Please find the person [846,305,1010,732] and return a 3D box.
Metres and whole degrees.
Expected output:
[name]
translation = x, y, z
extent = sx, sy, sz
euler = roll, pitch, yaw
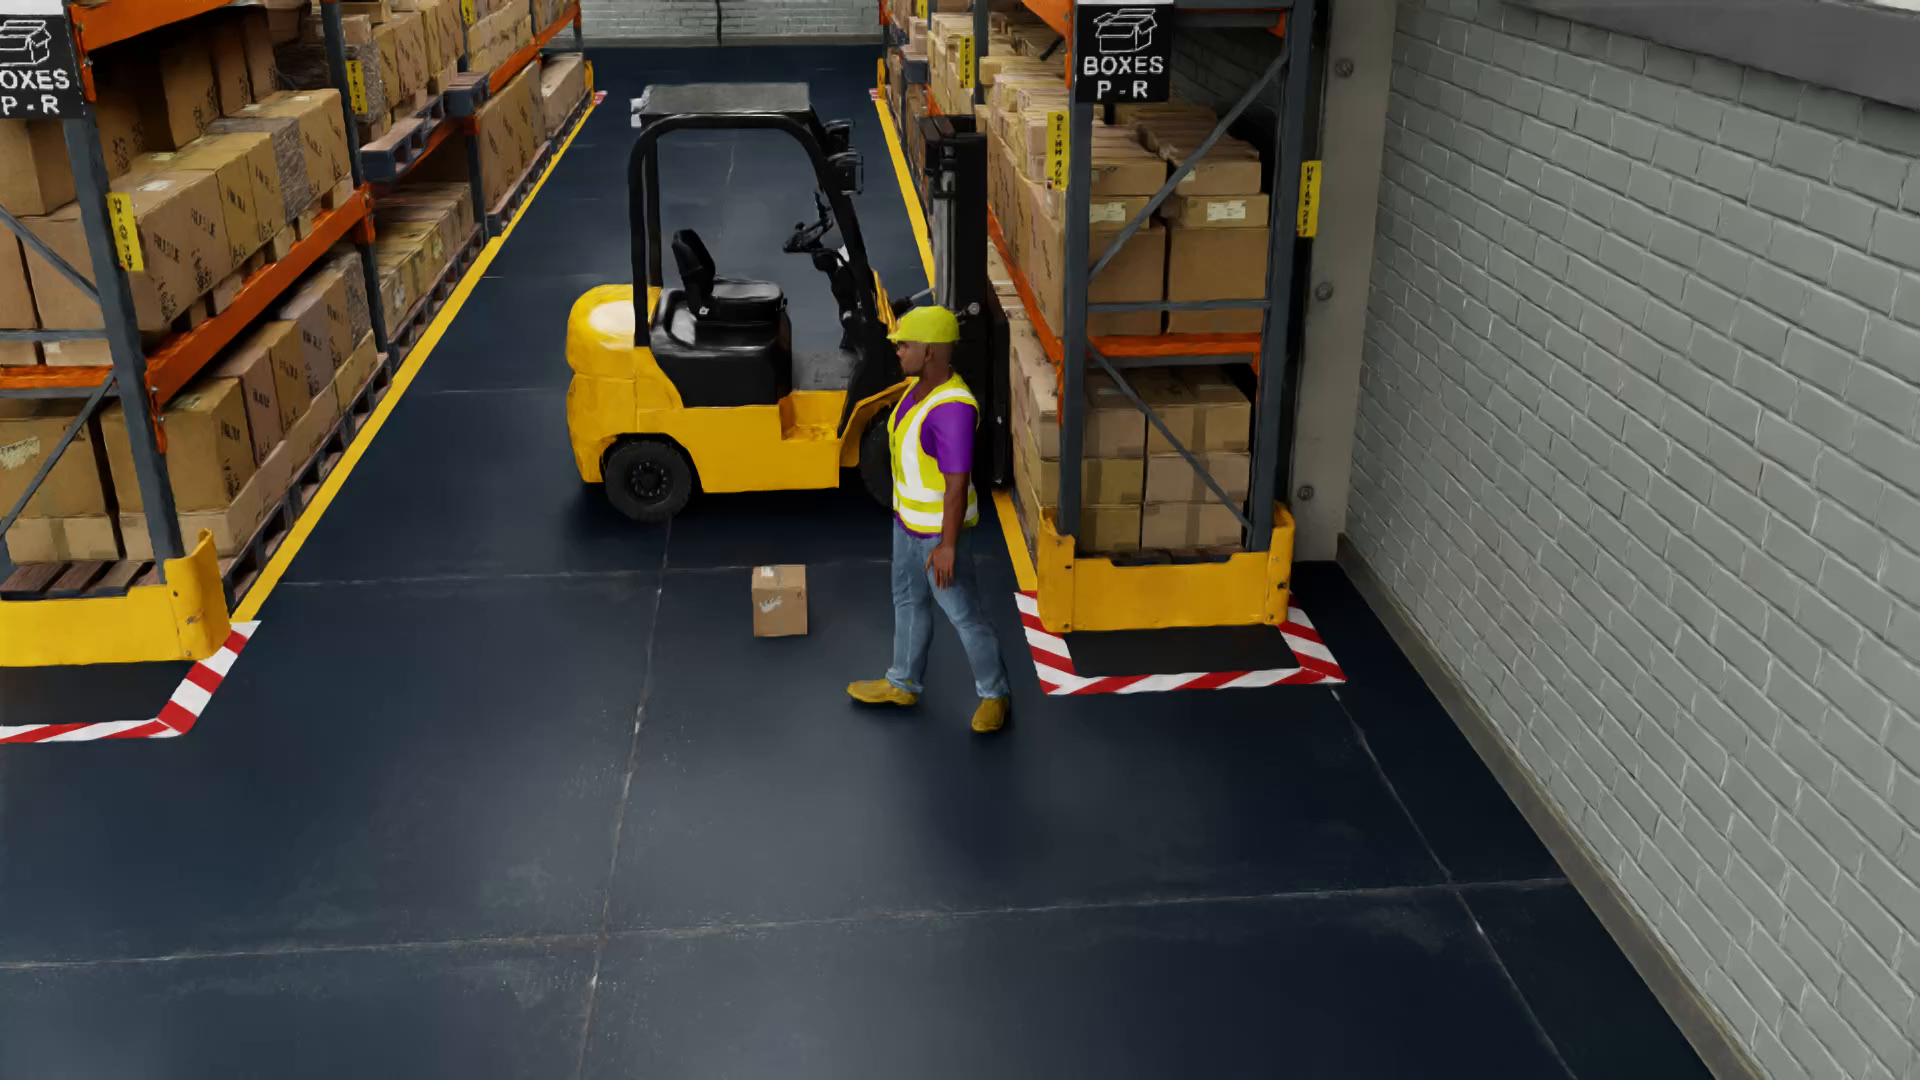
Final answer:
[person]
translation = -0.113, -0.063, 6.711
extent = 0.635, 1.768, 0.559
euler = -8, 25, -17
